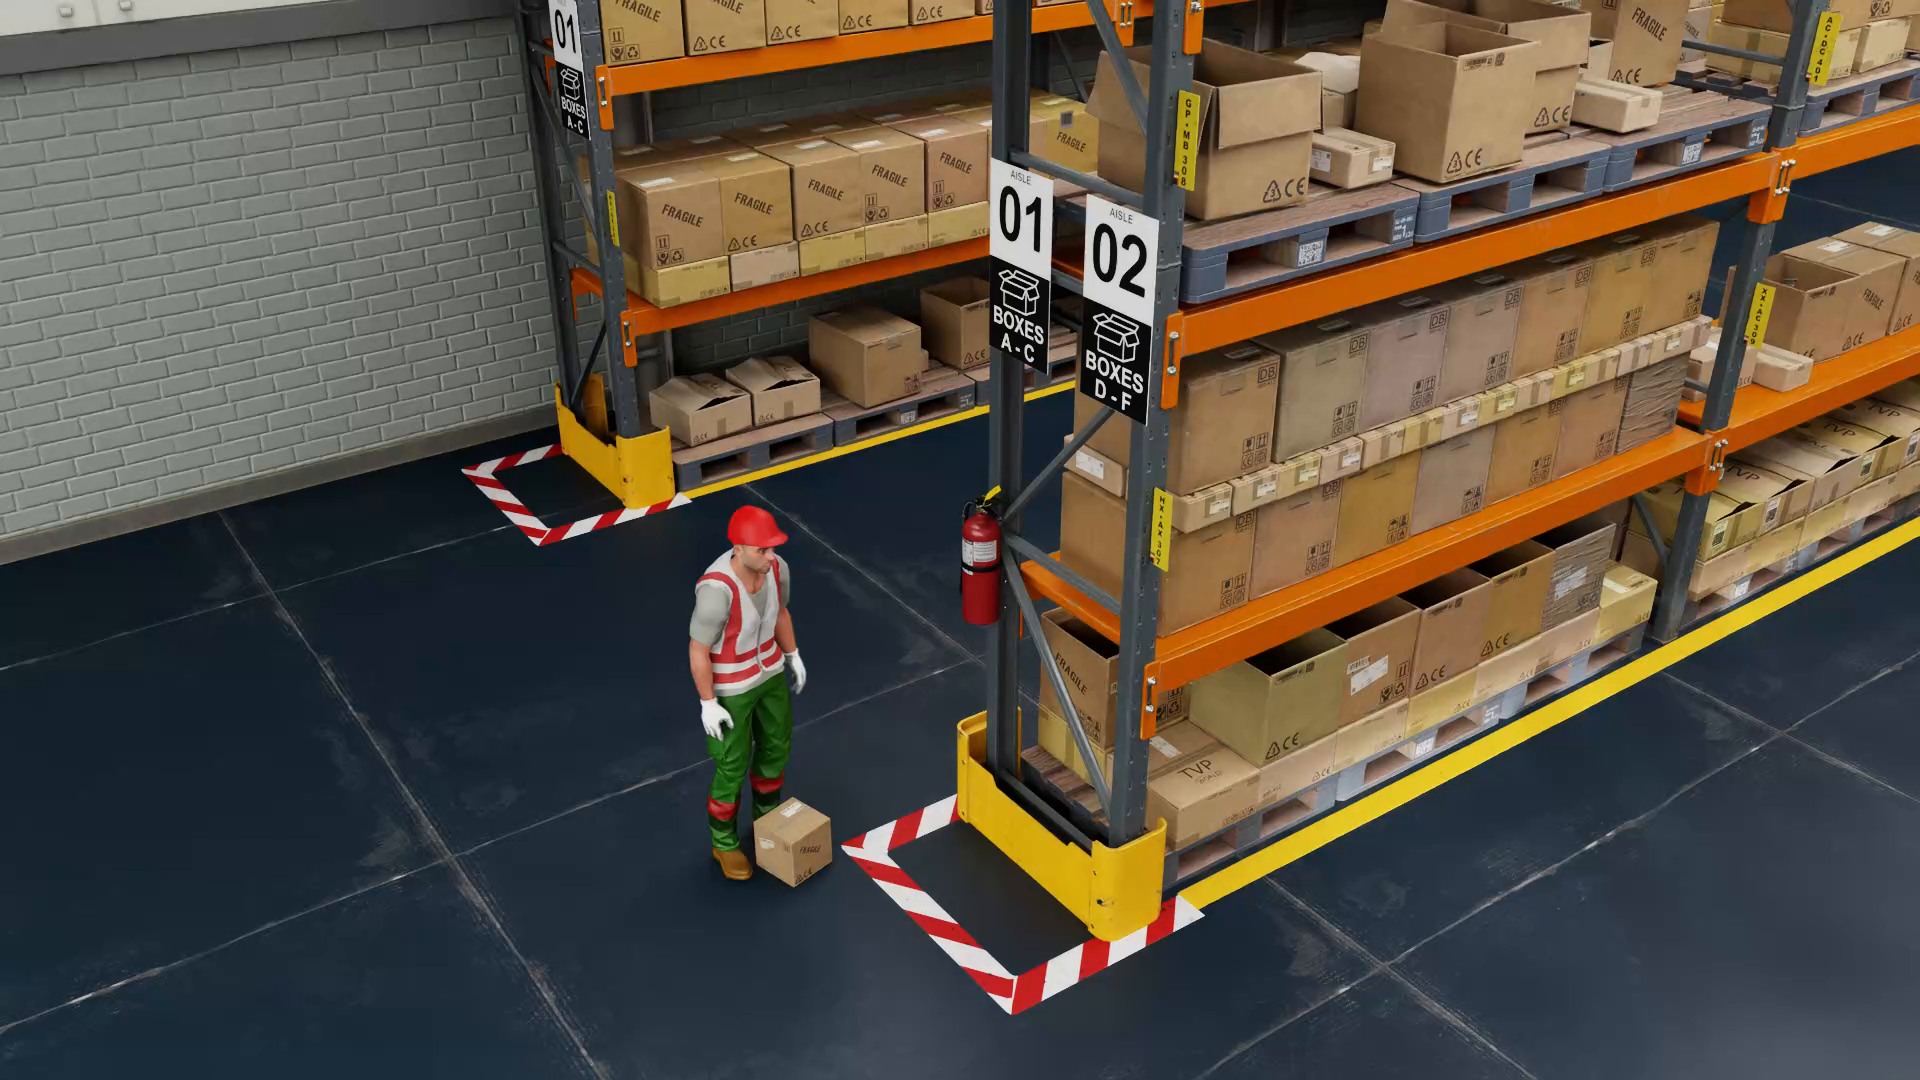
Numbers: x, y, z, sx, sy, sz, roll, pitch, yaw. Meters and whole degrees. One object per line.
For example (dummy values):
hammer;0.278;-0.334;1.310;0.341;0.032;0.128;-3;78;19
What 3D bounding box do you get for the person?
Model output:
person;-0.931;0.641;7.418;0.446;1.780;0.620;21;35;34
